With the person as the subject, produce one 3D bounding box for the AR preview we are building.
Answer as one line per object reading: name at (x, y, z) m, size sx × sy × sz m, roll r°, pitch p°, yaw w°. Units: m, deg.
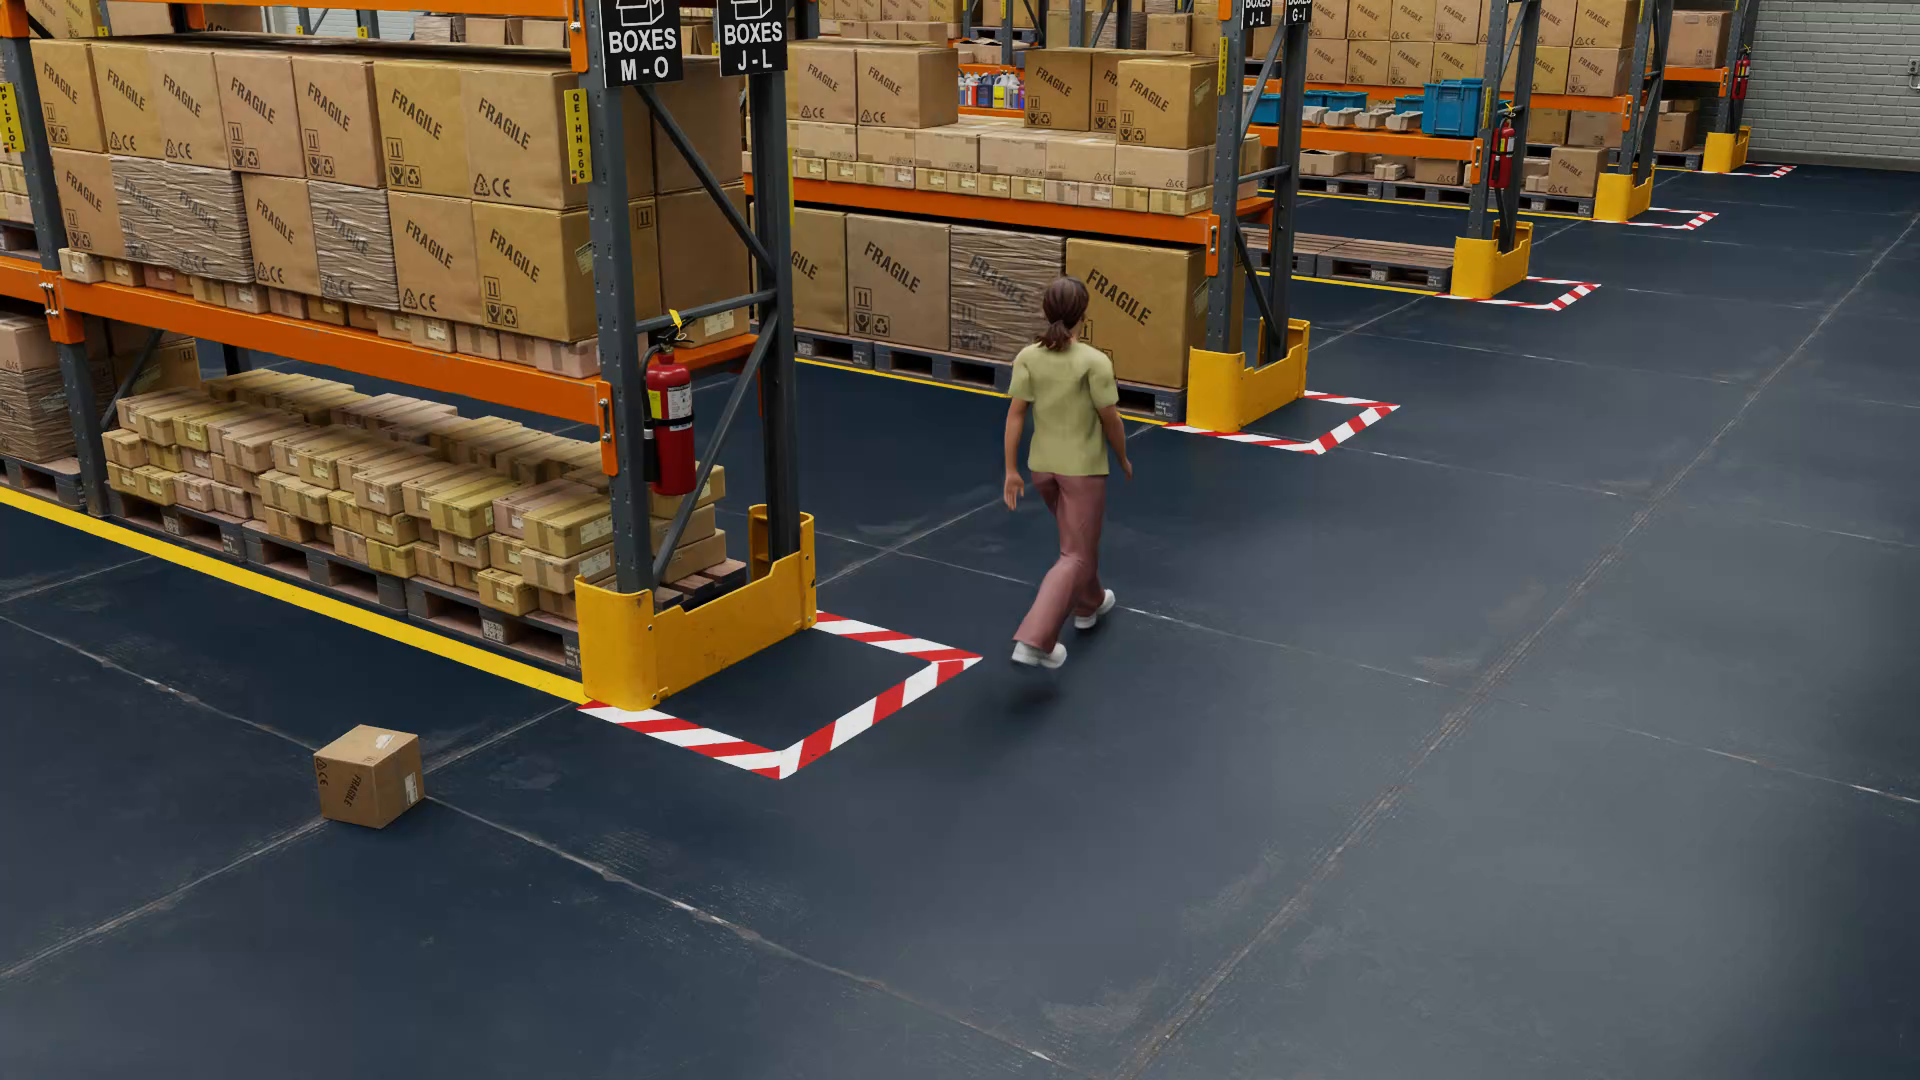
person at (0.446, -0.286, 6.902) m, size 0.452 × 1.603 × 1.047 m, roll 13°, pitch 24°, yaw 32°
